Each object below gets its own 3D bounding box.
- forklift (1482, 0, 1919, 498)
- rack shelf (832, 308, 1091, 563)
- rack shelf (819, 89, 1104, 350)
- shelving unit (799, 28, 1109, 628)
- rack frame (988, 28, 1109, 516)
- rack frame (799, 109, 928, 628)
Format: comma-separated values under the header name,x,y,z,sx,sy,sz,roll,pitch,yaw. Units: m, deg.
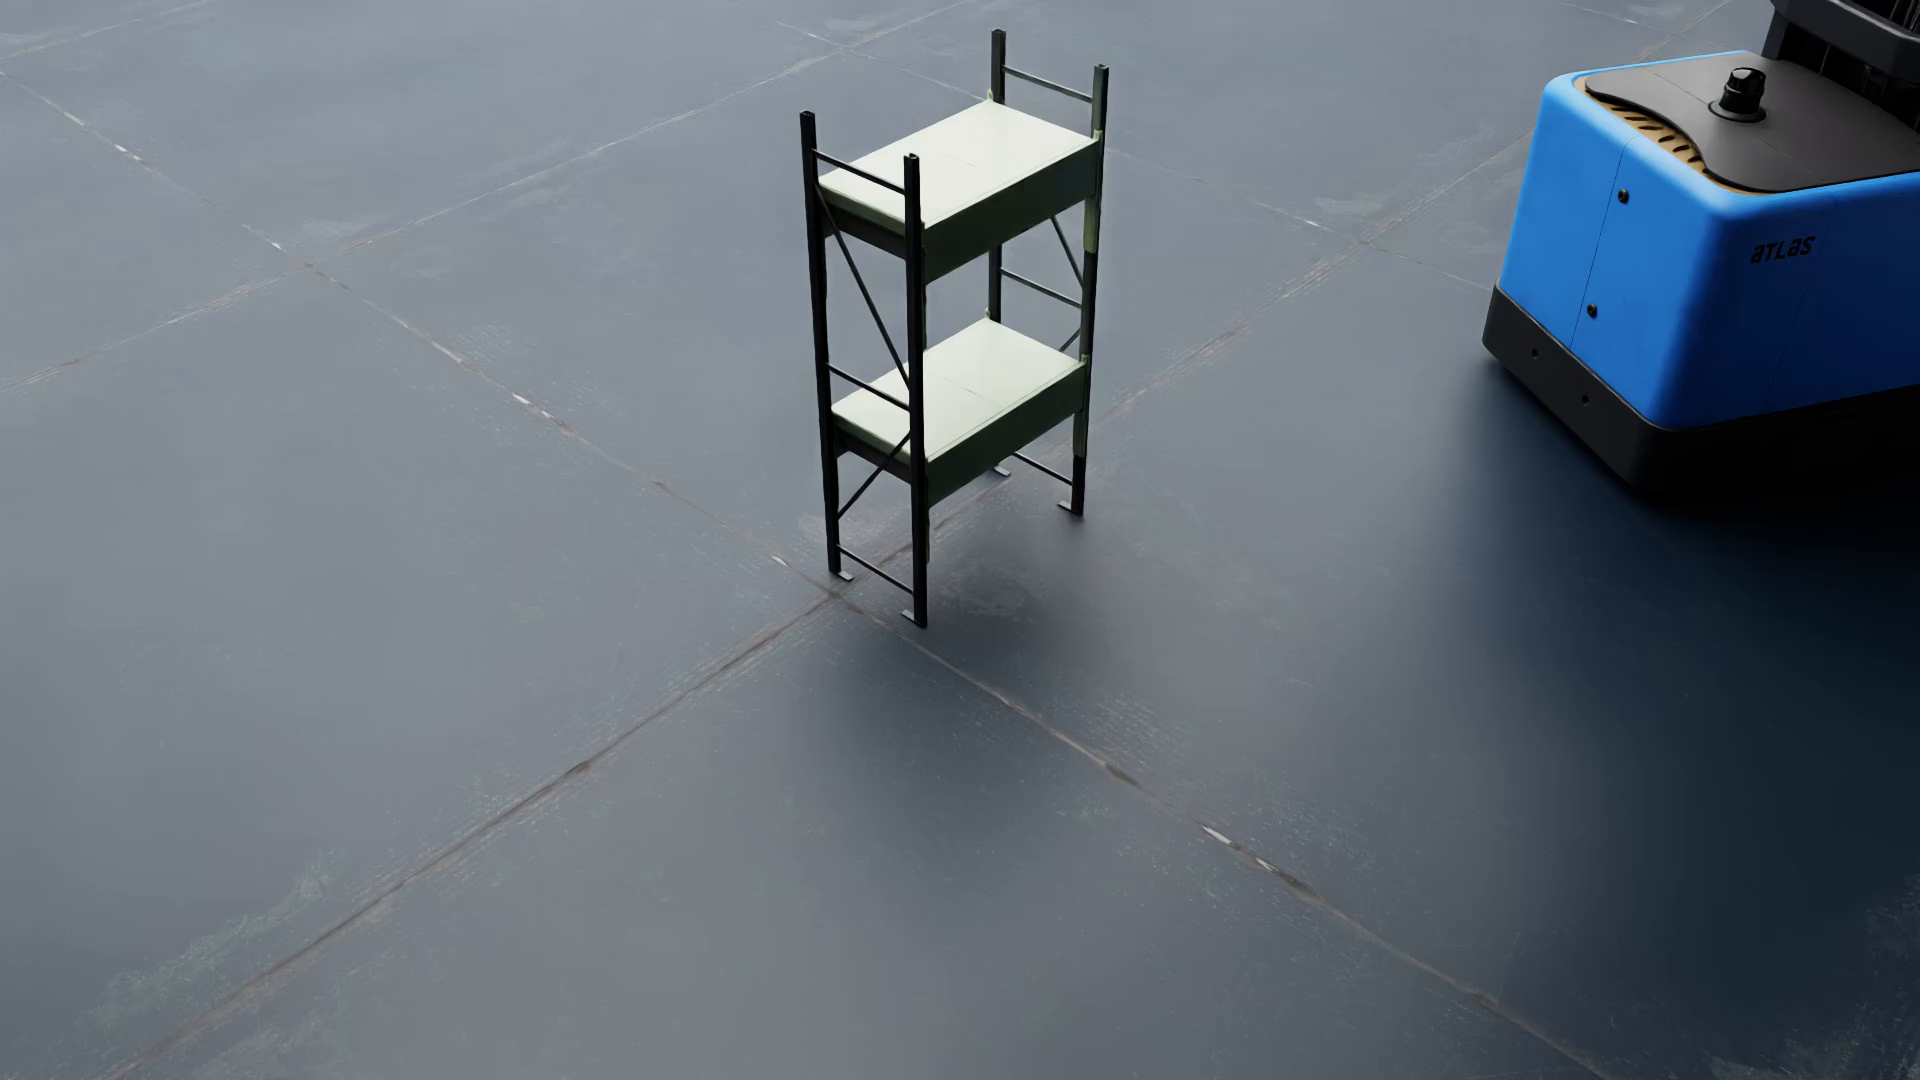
name,x,y,z,sx,sy,sz,roll,pitch,yaw
forklift,3.470,-1.811,5.173,3.031,2.935,1.130,-11,40,-13
rack shelf,-0.004,-0.329,4.982,0.431,0.370,0.720,30,47,32
rack shelf,-0.004,-0.889,4.536,0.431,0.370,0.720,30,47,32
shelving unit,-0.004,-0.584,4.779,0.431,1.500,0.755,30,47,32
rack frame,0.242,-0.752,4.991,0.400,1.500,0.023,30,47,32
rack frame,-0.251,-0.416,4.568,0.400,1.500,0.023,30,47,32
